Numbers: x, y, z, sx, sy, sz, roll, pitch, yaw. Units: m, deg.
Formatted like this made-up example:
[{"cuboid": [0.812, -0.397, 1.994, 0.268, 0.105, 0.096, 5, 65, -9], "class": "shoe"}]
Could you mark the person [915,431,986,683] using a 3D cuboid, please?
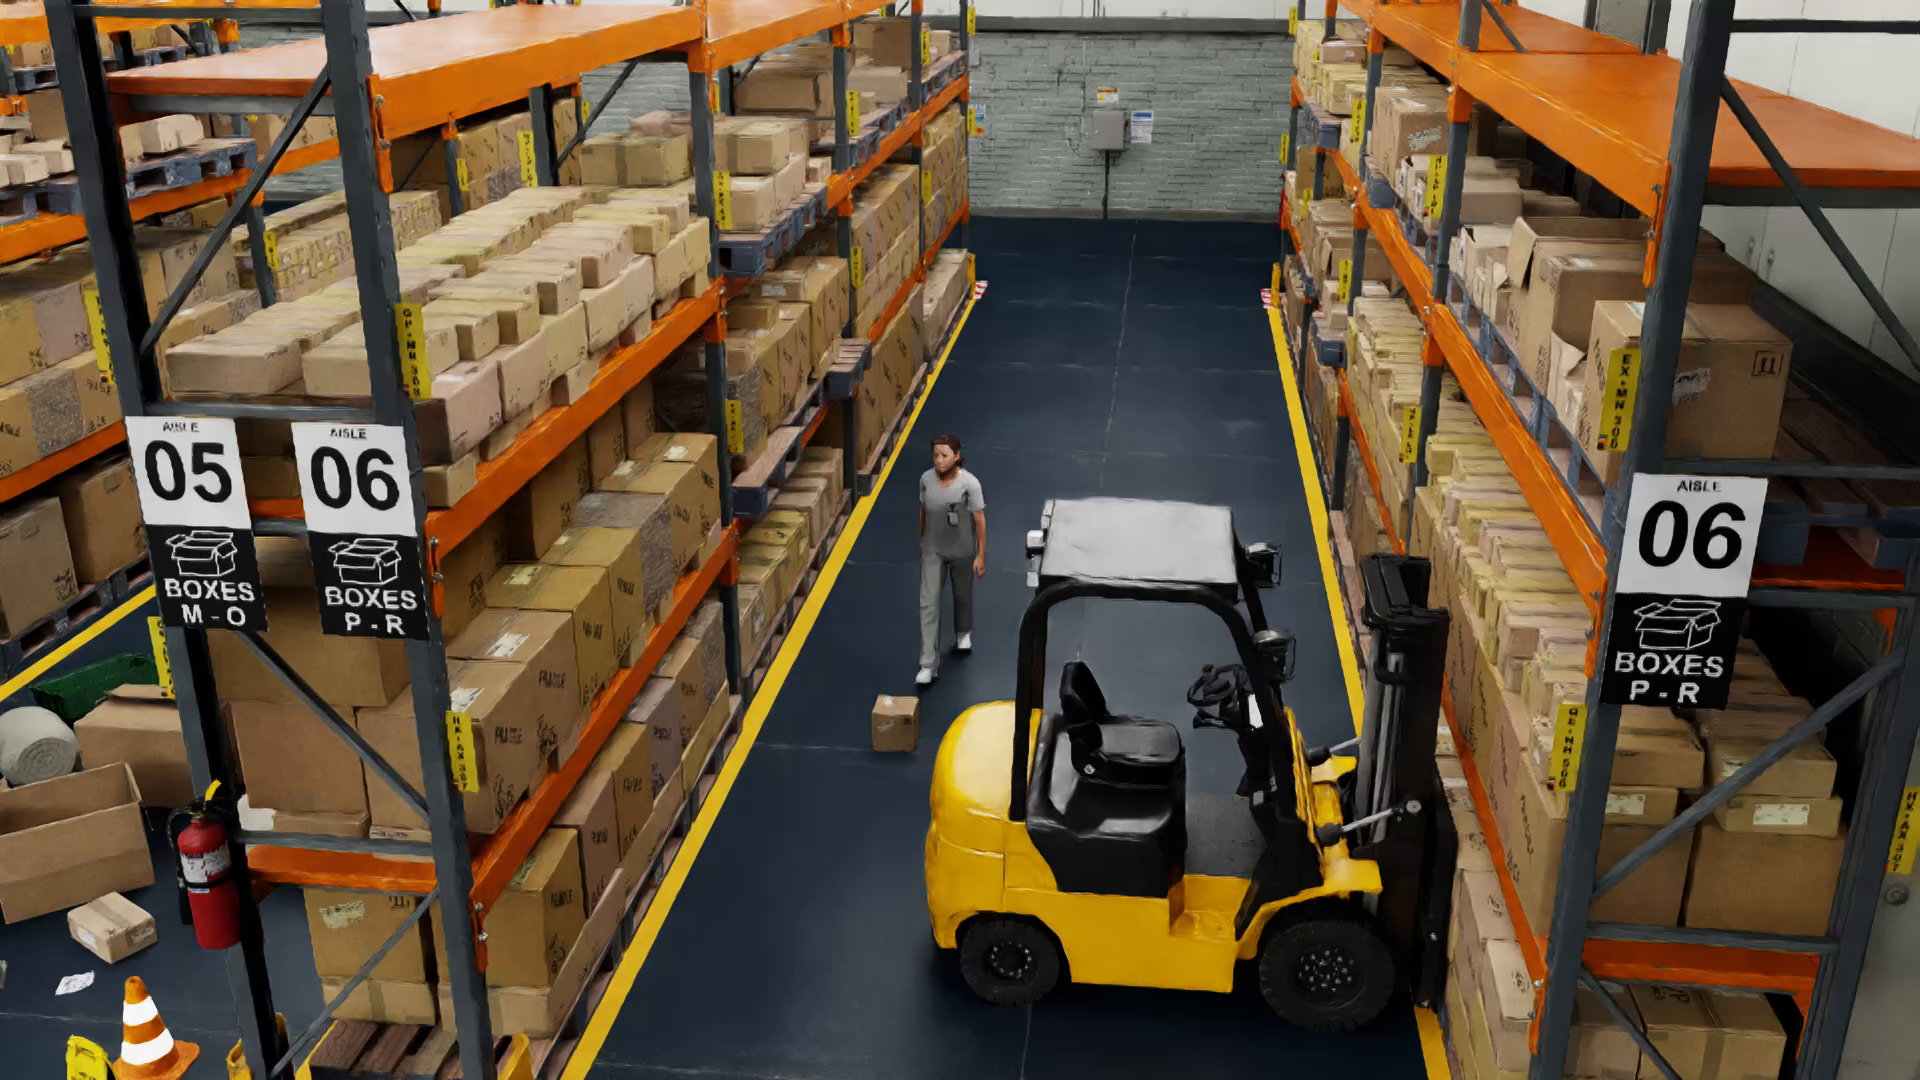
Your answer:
[{"cuboid": [-0.066, 0.080, 10.896, 0.499, 1.629, 0.931, 5, 22, 13], "class": "person"}]
